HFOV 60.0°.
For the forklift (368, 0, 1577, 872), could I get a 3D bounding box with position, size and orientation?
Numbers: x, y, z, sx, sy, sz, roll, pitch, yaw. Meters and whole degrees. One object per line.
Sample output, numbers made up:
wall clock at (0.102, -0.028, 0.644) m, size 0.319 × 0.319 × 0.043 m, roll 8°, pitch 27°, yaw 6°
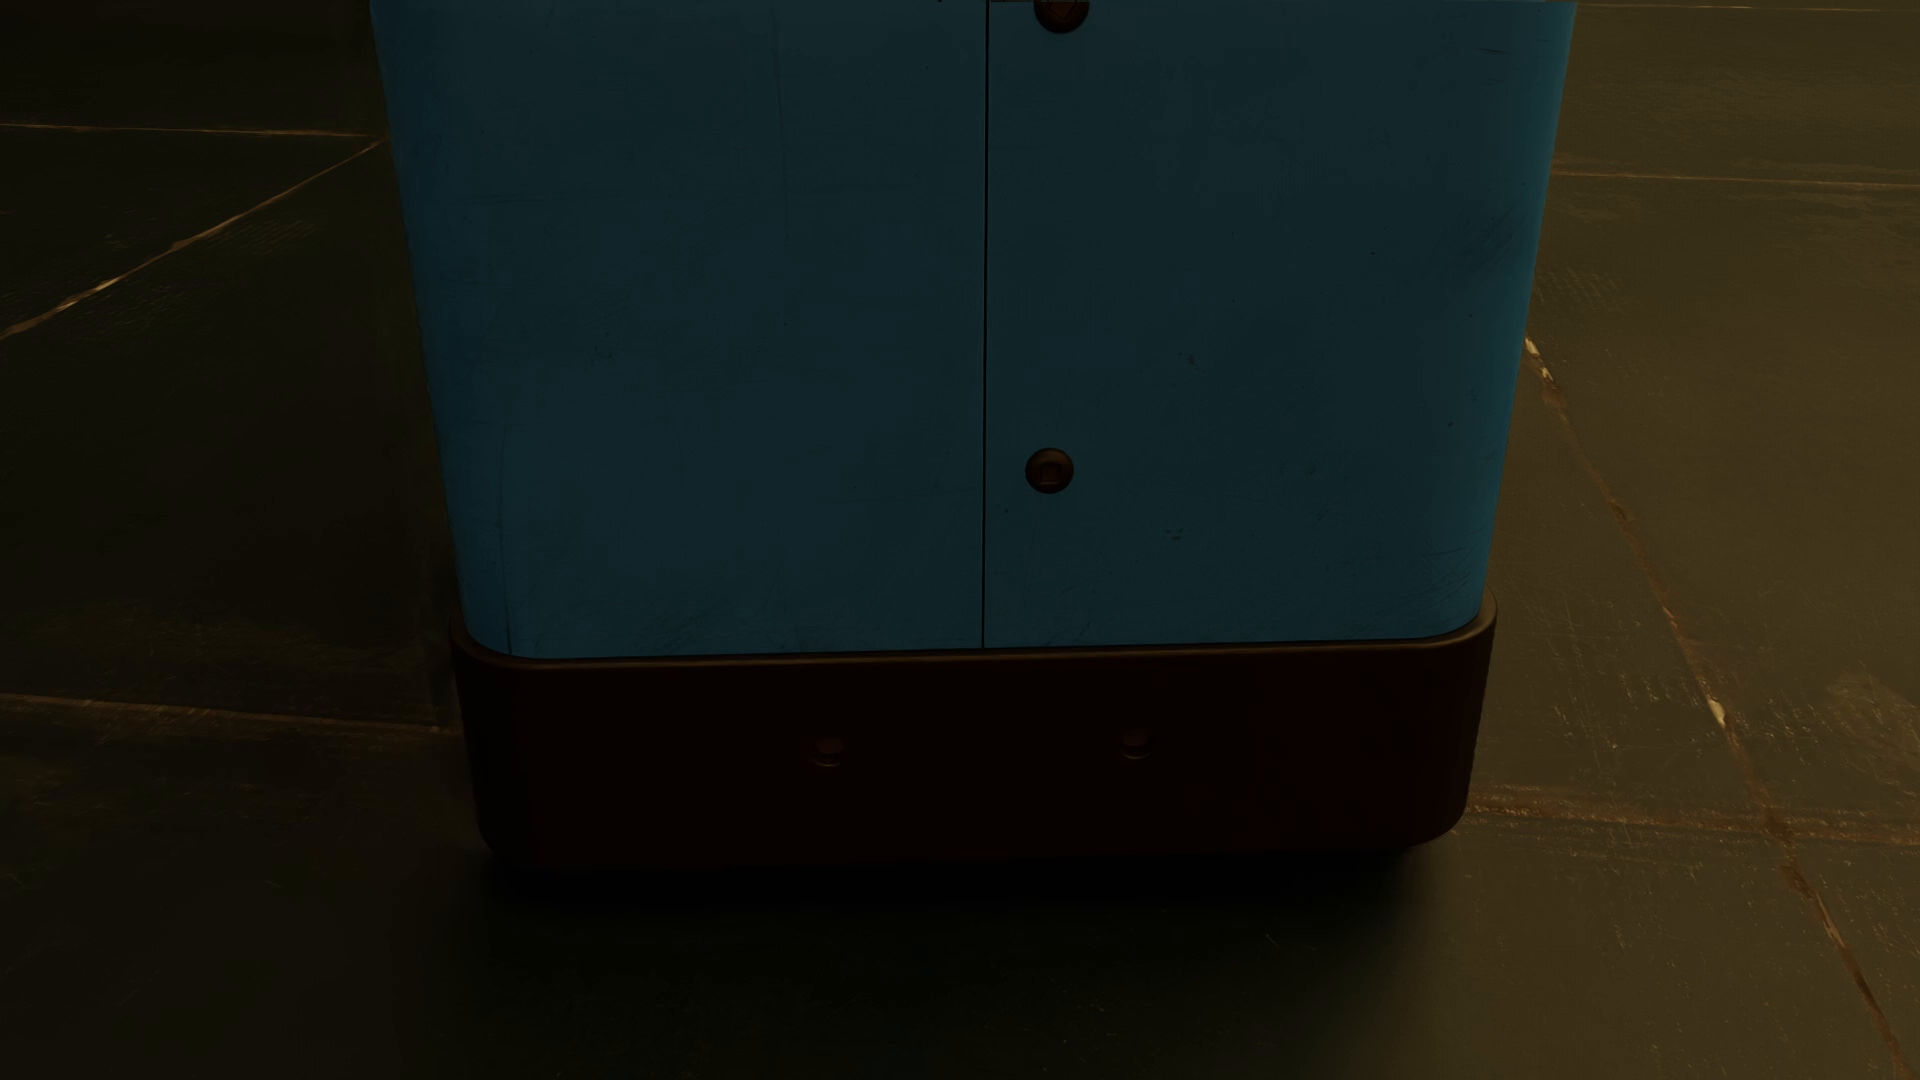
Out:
forklift at (-0.046, -1.597, 2.418) m, size 1.130 × 2.935 × 3.031 m, roll -1°, pitch 27°, yaw -2°
